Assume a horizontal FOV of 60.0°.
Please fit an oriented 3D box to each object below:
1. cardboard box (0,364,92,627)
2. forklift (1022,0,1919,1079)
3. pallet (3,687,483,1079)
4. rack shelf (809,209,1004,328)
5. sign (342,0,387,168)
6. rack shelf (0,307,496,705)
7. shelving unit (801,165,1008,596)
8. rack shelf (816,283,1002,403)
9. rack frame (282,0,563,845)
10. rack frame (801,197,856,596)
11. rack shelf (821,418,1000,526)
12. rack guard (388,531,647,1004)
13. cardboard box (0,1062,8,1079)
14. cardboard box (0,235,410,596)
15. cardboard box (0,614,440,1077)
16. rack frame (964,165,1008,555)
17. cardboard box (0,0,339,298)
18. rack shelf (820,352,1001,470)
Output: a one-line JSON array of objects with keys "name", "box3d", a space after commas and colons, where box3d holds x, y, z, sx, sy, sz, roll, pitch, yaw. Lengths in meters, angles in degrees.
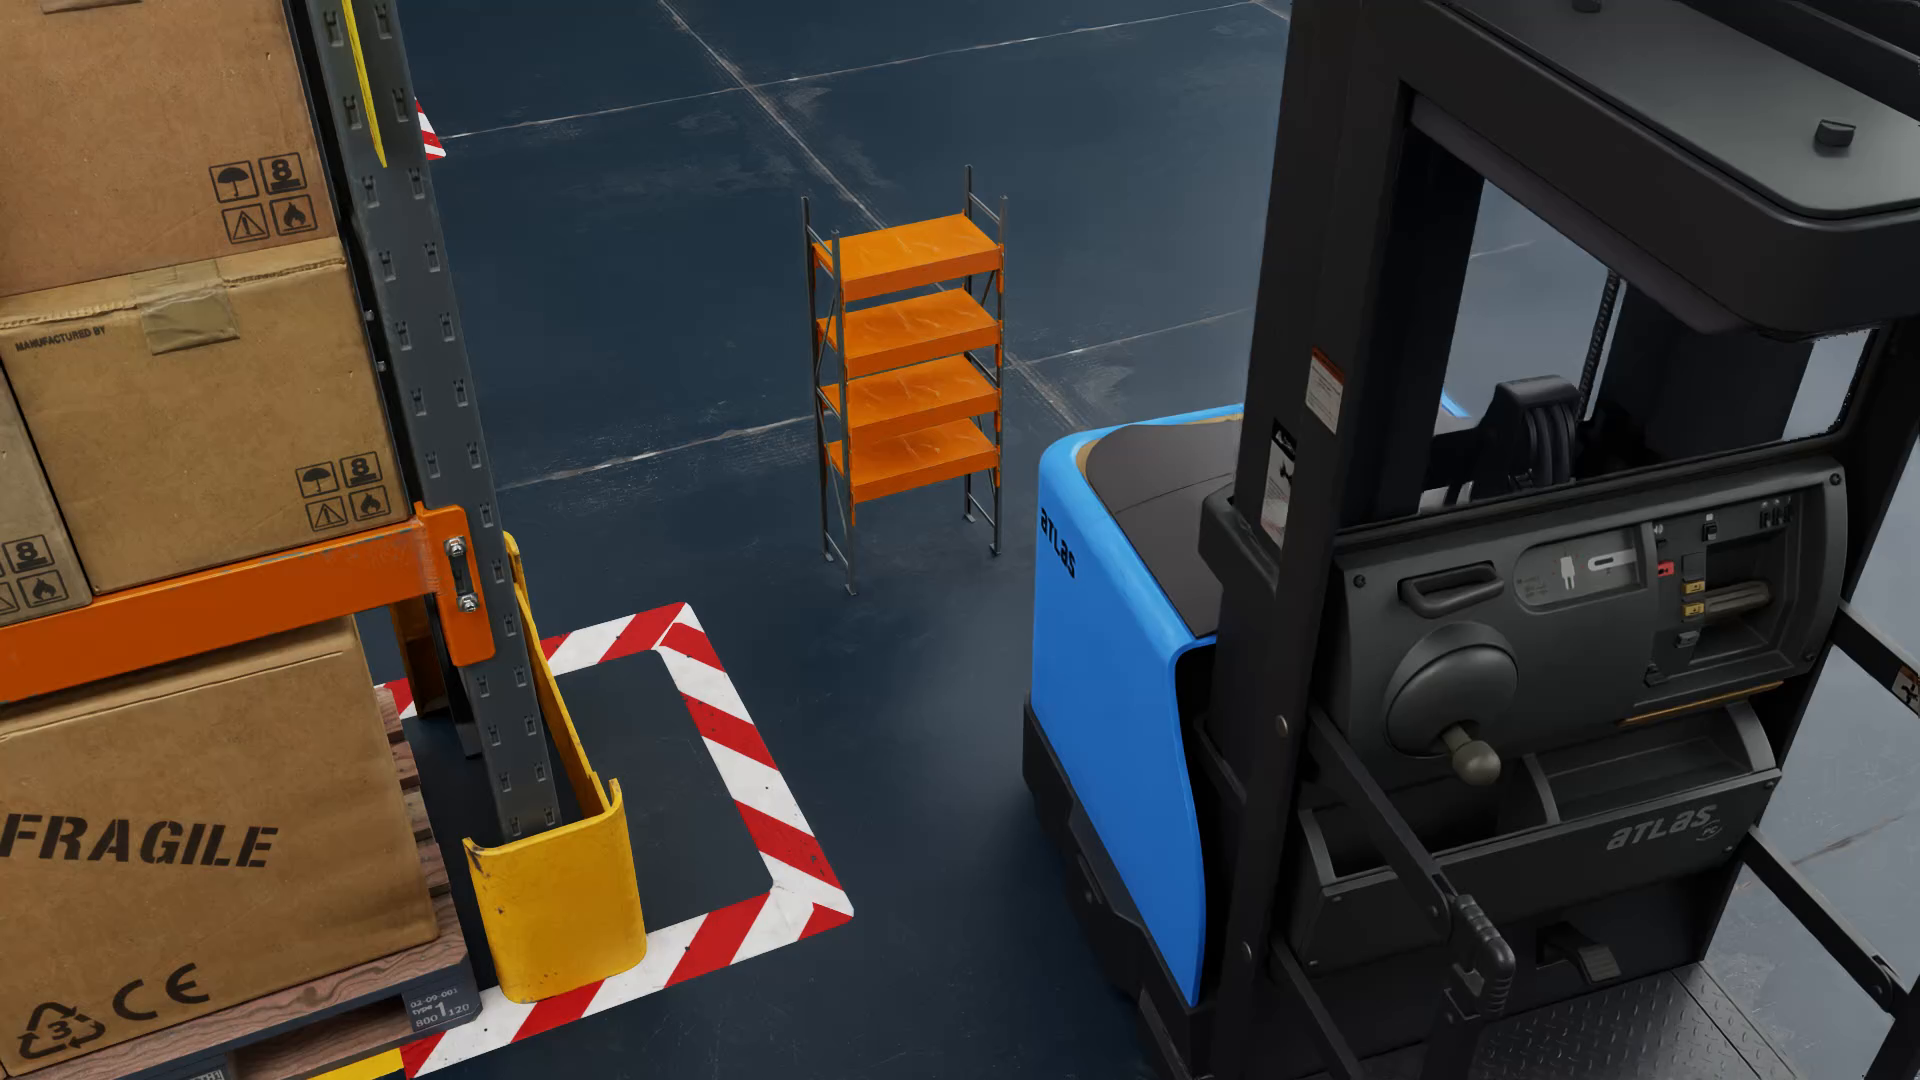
[{"name": "cardboard box", "box3d": [-1.951, -0.270, 2.971, 0.550, 0.550, 0.875, -16, 39, -20]}, {"name": "forklift", "box3d": [1.101, 0.200, 2.520, 1.130, 2.935, 3.031, -11, 38, -14]}, {"name": "pallet", "box3d": [-1.836, 0.885, 3.880, 1.213, 0.211, 1.003, -16, 39, -20]}, {"name": "rack shelf", "box3d": [-0.150, -0.756, 4.602, 0.480, 0.148, 0.258, -16, 39, -20]}, {"name": "sign", "box3d": [-0.928, -0.744, 2.564, 0.005, 0.325, 0.100, -16, 39, -20]}, {"name": "rack shelf", "box3d": [-2.956, 0.316, 2.910, 4.000, 0.370, 1.077, -16, 39, -20]}, {"name": "shelving unit", "box3d": [-0.150, -0.440, 4.836, 0.503, 1.200, 0.258, -16, 39, -20]}, {"name": "rack shelf", "box3d": [-0.150, -0.566, 4.743, 0.480, 0.148, 0.258, -16, 39, -20]}, {"name": "rack frame", "box3d": [-1.146, -0.479, 3.379, 0.127, 3.000, 1.000, -16, 39, -20]}, {"name": "rack frame", "box3d": [-0.371, -0.378, 4.753, 0.015, 1.200, 0.240, -16, 39, -20]}, {"name": "rack shelf", "box3d": [-0.150, -0.226, 4.994, 0.480, 0.148, 0.258, -16, 39, -20]}, {"name": "rack guard", "box3d": [-1.124, 0.518, 4.131, 0.348, 0.500, 1.175, -16, 39, -20]}, {"name": "cardboard box", "box3d": [-2.527, 0.636, 3.305, 0.875, 0.875, 0.875, -16, 40, -21]}, {"name": "cardboard box", "box3d": [-1.462, -0.421, 3.174, 0.550, 0.550, 0.875, -16, 39, -20]}, {"name": "cardboard box", "box3d": [-1.731, 0.413, 3.607, 0.875, 0.875, 0.875, -15, 39, -20]}, {"name": "rack frame", "box3d": [0.071, -0.502, 4.919, 0.015, 1.200, 0.240, -16, 39, -20]}, {"name": "cardboard box", "box3d": [-1.498, -0.900, 2.914, 0.550, 0.550, 0.875, -16, 39, -20]}, {"name": "rack shelf", "box3d": [-0.150, -0.386, 4.876, 0.480, 0.148, 0.258, -16, 39, -20]}]
